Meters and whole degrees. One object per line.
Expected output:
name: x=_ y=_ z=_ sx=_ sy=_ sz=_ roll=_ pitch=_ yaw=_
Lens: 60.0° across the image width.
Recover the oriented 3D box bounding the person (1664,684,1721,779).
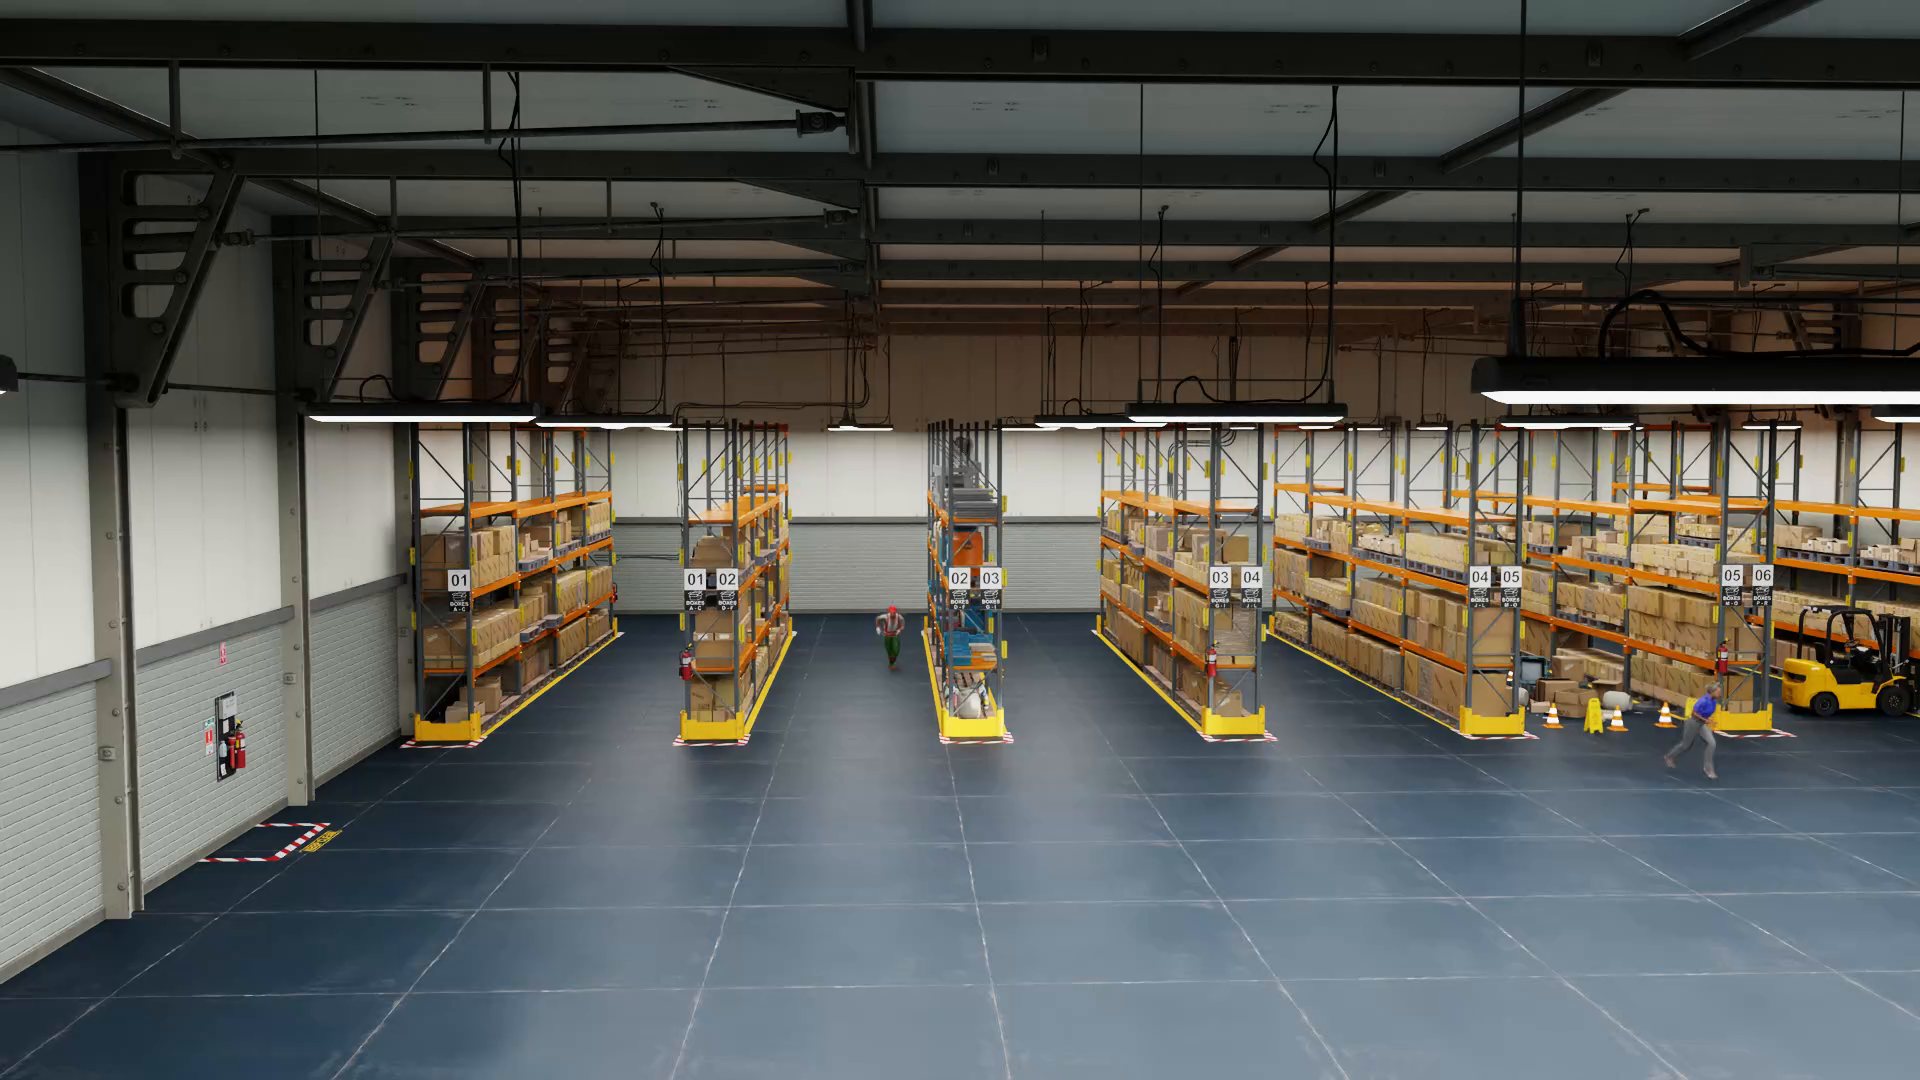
person: x=12.322 y=3.174 z=27.949 sx=0.617 sy=1.615 sz=0.966 roll=-3 pitch=5 yaw=-39

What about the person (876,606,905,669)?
person: x=-1.687 y=2.360 z=40.202 sx=0.694 sy=1.592 sz=0.822 roll=0 pitch=4 yaw=-7
